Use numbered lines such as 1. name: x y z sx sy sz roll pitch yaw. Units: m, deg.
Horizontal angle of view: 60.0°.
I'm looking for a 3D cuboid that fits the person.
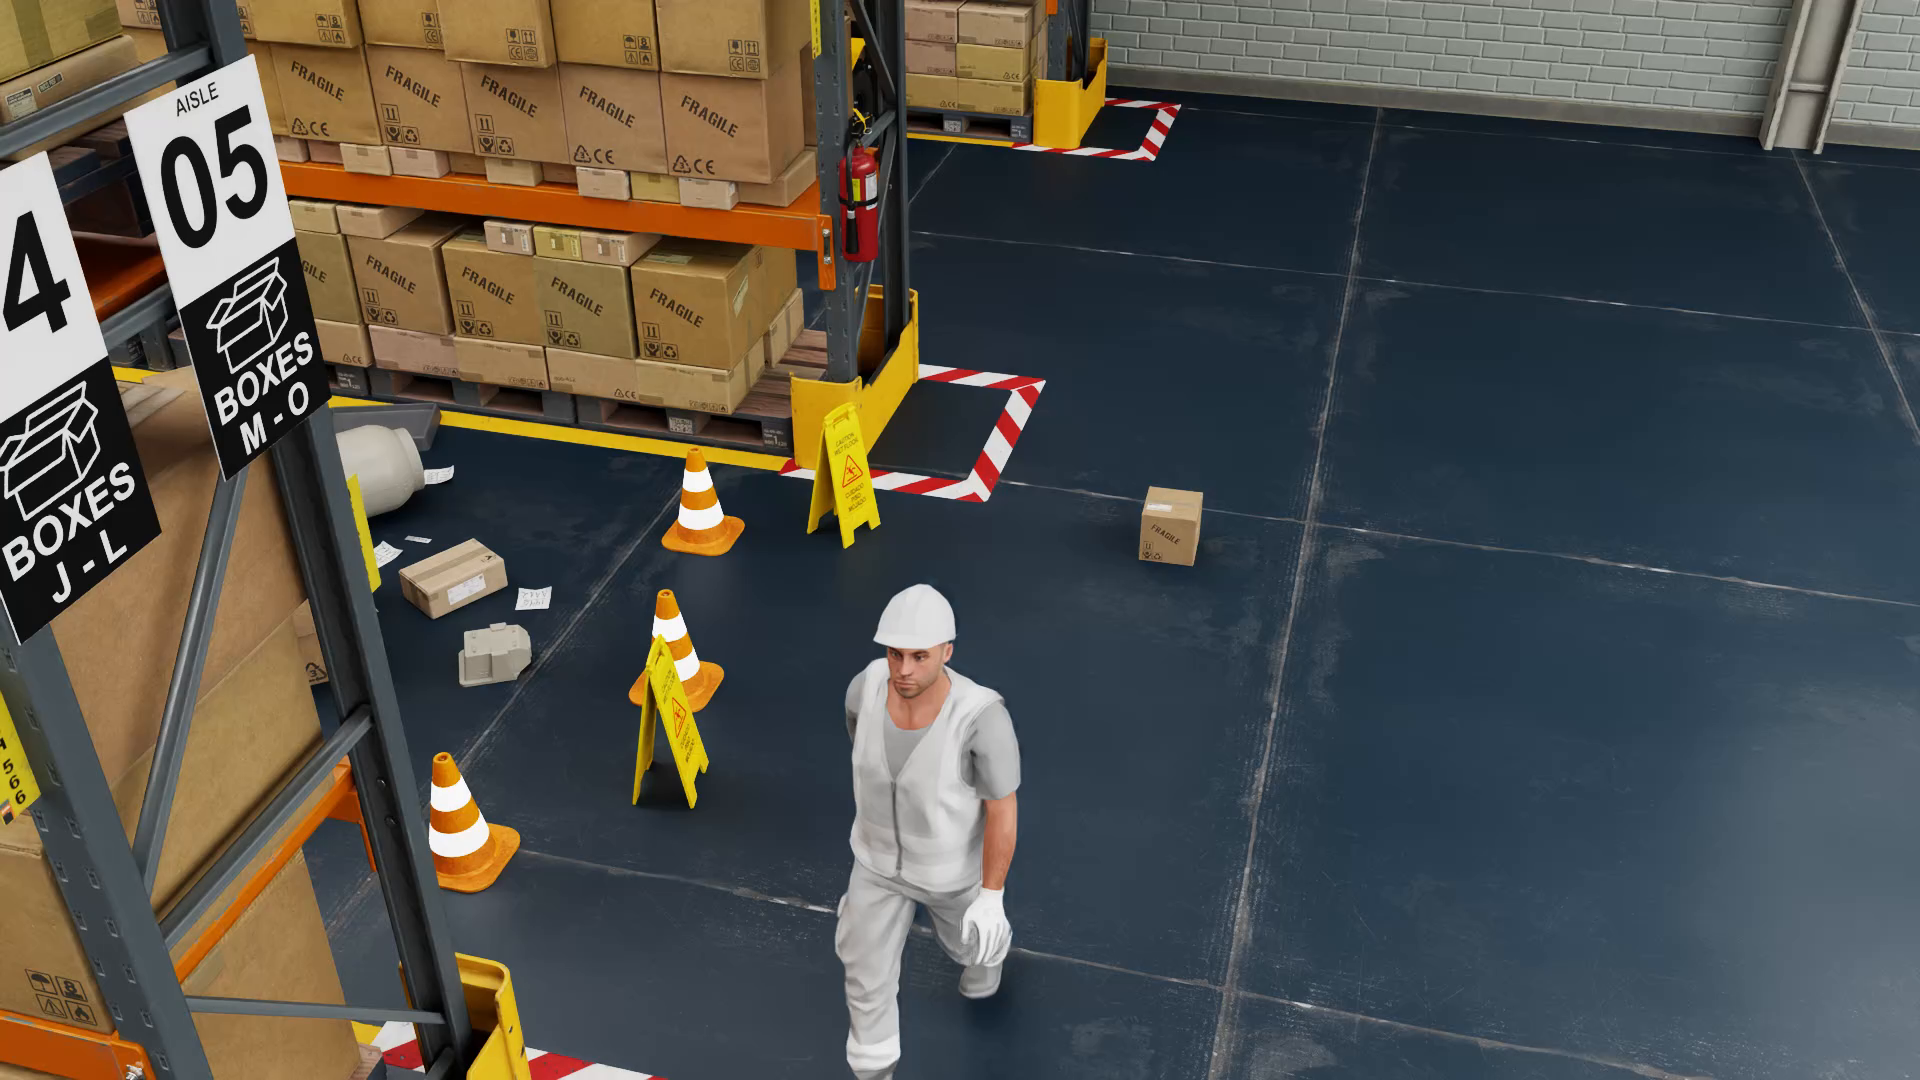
1. person: -0.099 0.903 4.700 0.580 1.749 1.026 12 35 18
